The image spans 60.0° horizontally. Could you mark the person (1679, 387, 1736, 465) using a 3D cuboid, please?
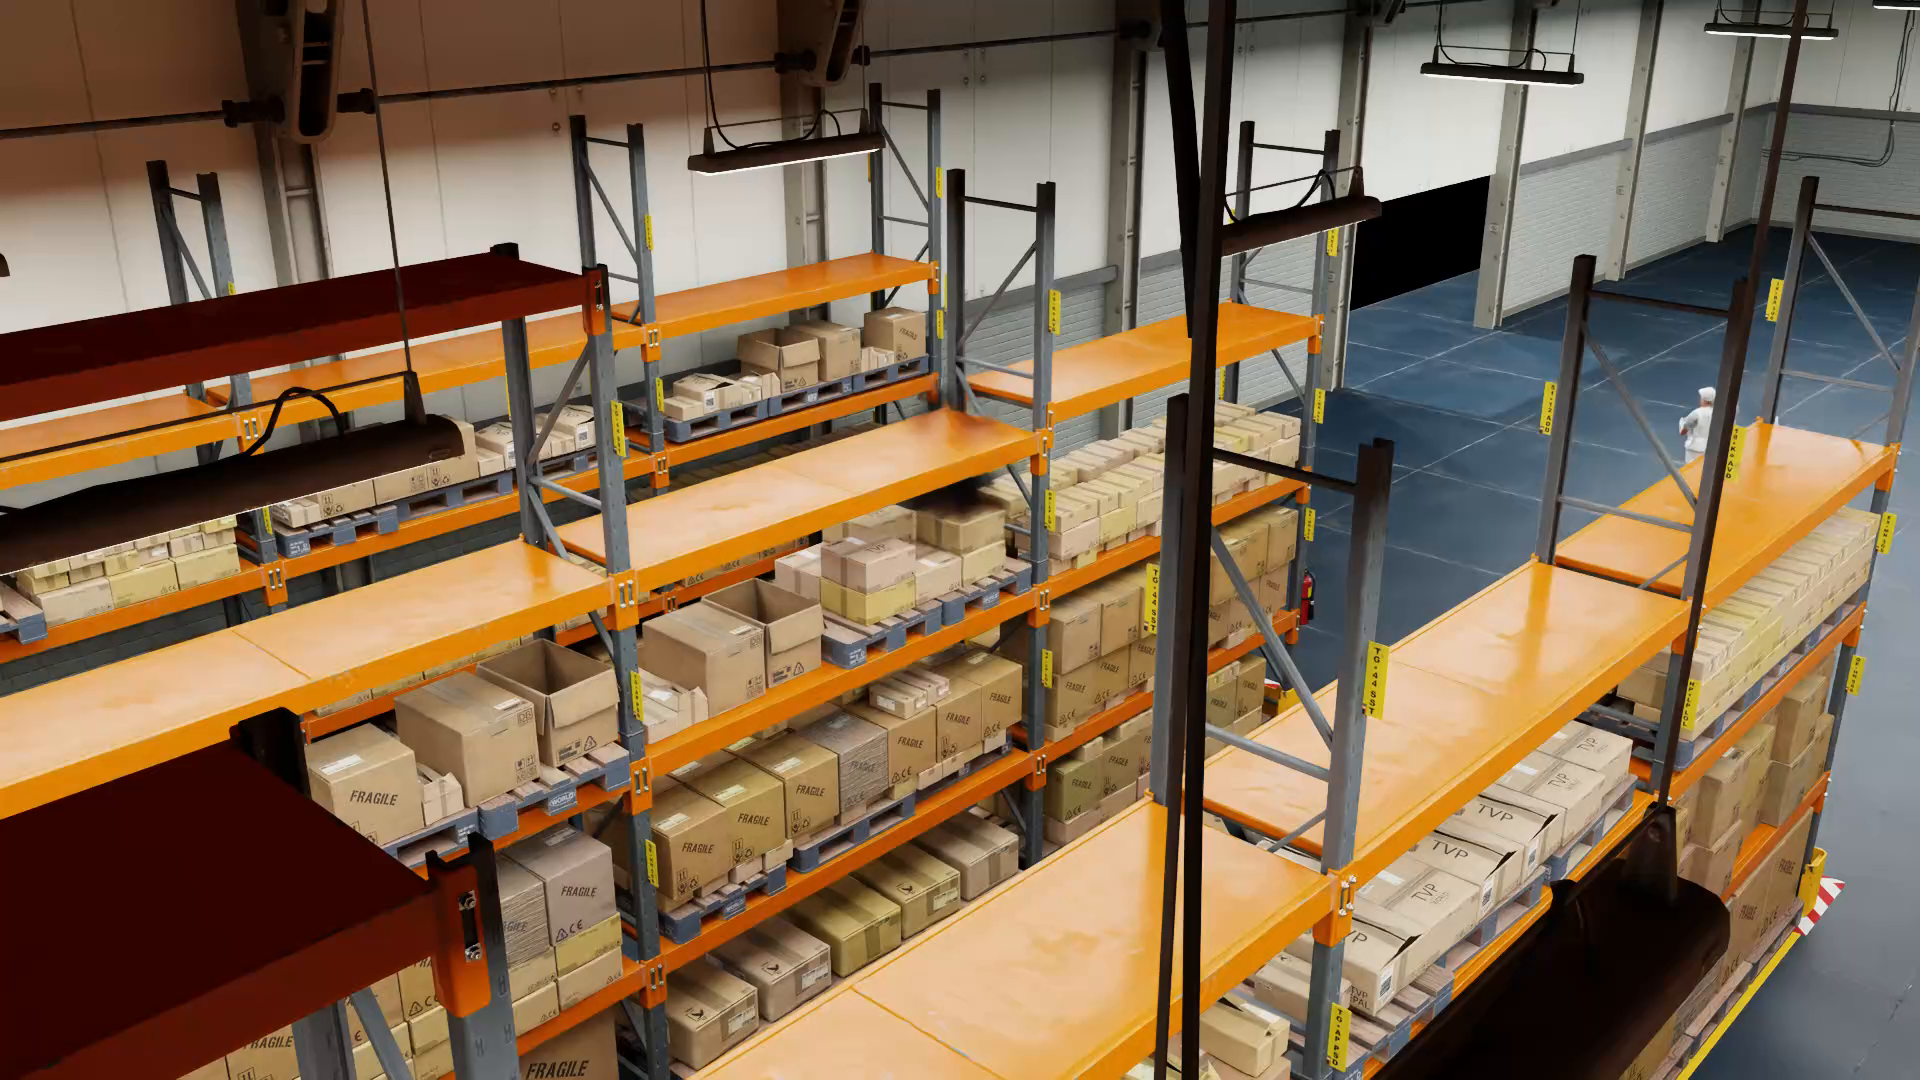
[{"bbox_3d":[10.061,-1.195,22.629,0.643,1.846,0.774,-7,22,-19],"label":"person"}]
